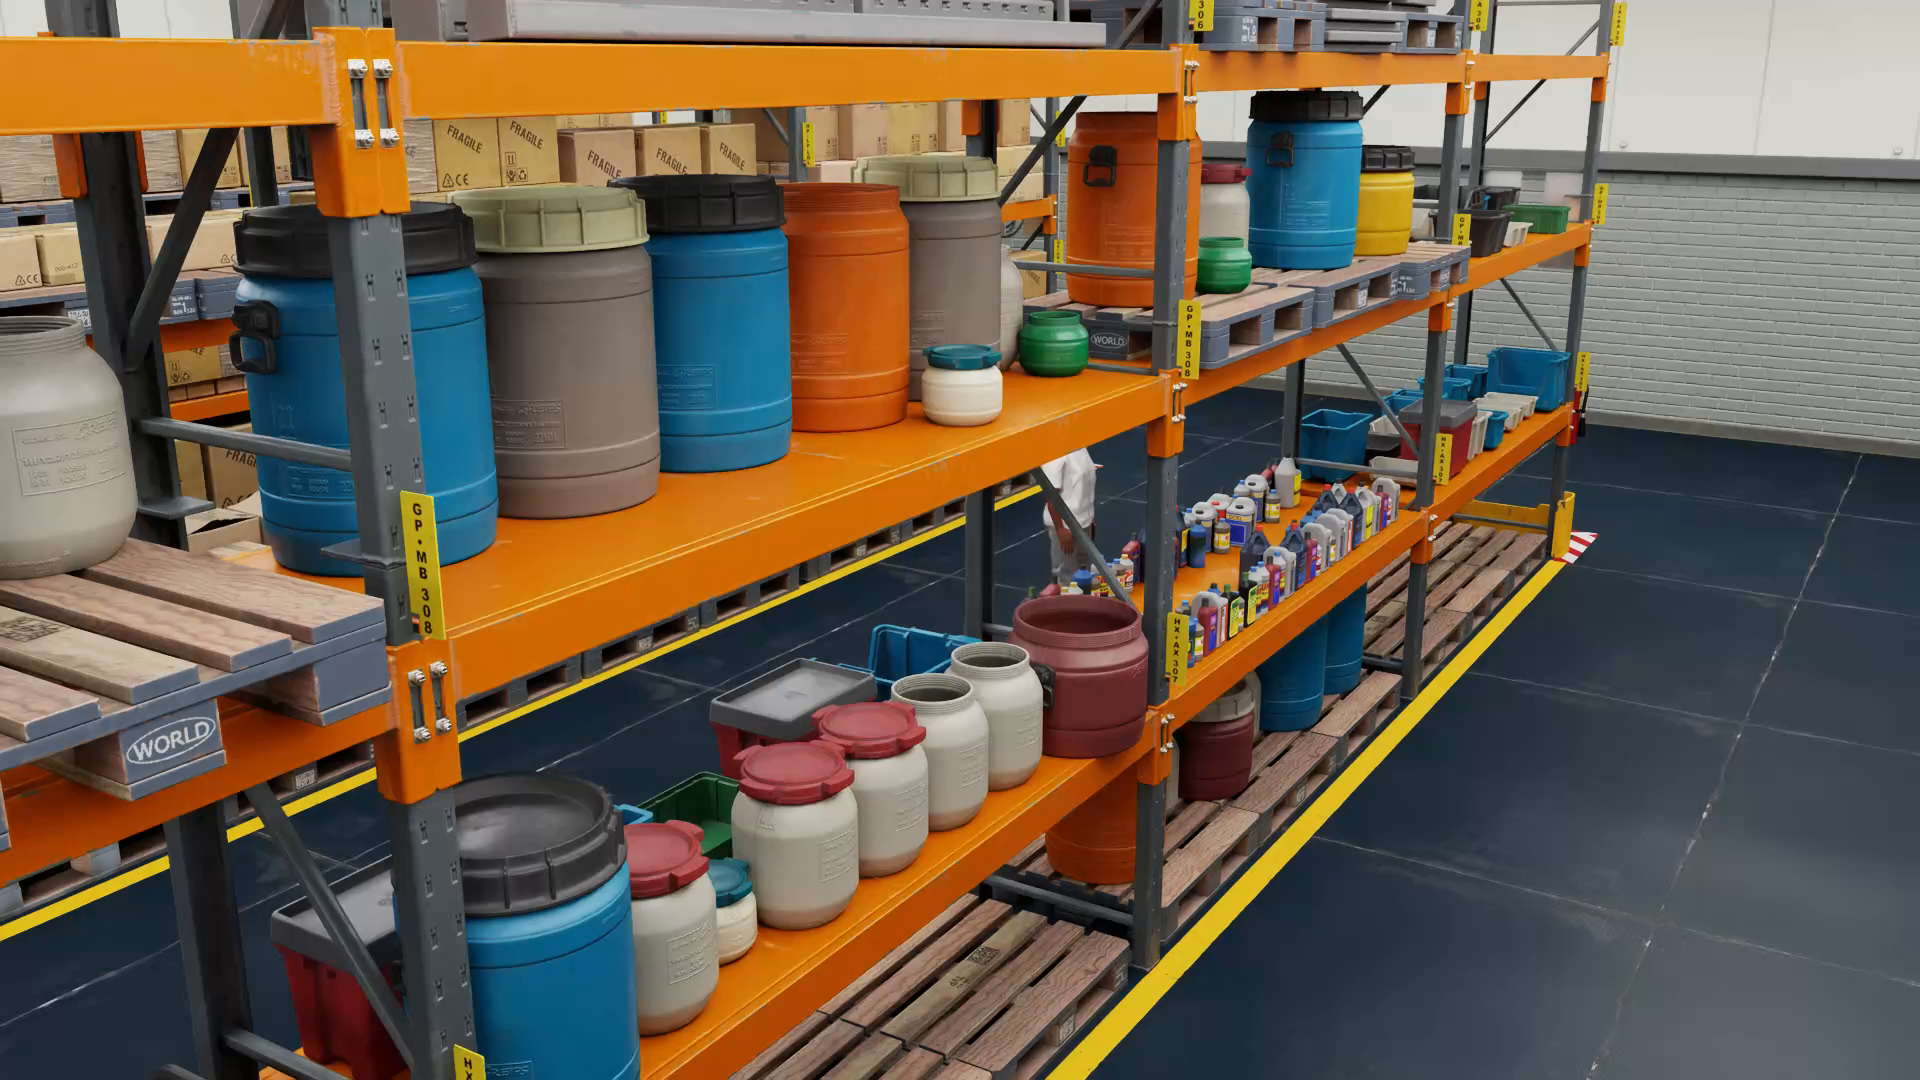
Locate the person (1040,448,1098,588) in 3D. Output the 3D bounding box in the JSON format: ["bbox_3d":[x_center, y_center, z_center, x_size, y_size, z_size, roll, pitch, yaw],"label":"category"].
[{"bbox_3d":[0.798,-0.115,11.826,0.402,1.781,0.586,8,18,25],"label":"person"}]
